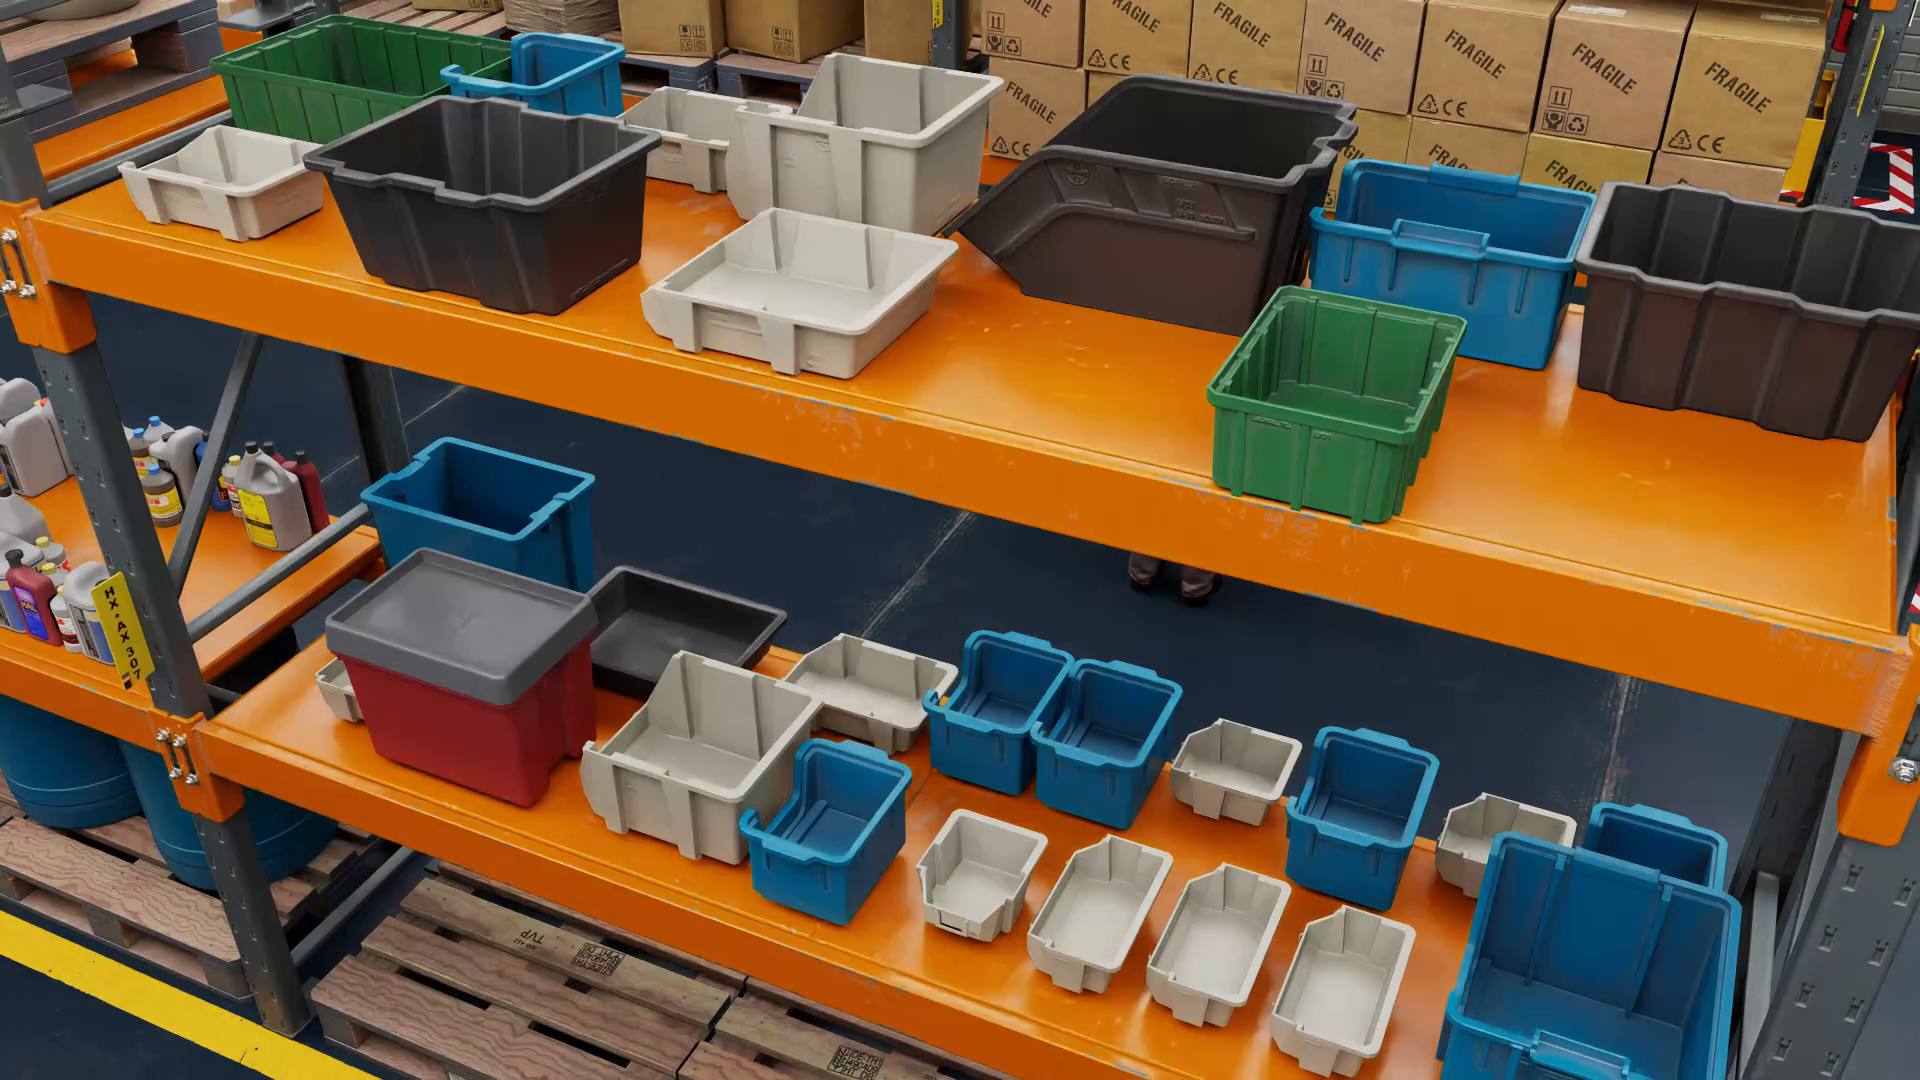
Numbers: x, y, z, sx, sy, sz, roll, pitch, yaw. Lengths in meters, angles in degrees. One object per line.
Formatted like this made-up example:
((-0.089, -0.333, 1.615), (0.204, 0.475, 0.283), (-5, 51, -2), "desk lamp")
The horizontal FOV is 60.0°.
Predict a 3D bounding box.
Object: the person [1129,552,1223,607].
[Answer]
((0.963, -0.548, 7.000), (0.494, 1.712, 0.551), (14, 36, 21), "person")
